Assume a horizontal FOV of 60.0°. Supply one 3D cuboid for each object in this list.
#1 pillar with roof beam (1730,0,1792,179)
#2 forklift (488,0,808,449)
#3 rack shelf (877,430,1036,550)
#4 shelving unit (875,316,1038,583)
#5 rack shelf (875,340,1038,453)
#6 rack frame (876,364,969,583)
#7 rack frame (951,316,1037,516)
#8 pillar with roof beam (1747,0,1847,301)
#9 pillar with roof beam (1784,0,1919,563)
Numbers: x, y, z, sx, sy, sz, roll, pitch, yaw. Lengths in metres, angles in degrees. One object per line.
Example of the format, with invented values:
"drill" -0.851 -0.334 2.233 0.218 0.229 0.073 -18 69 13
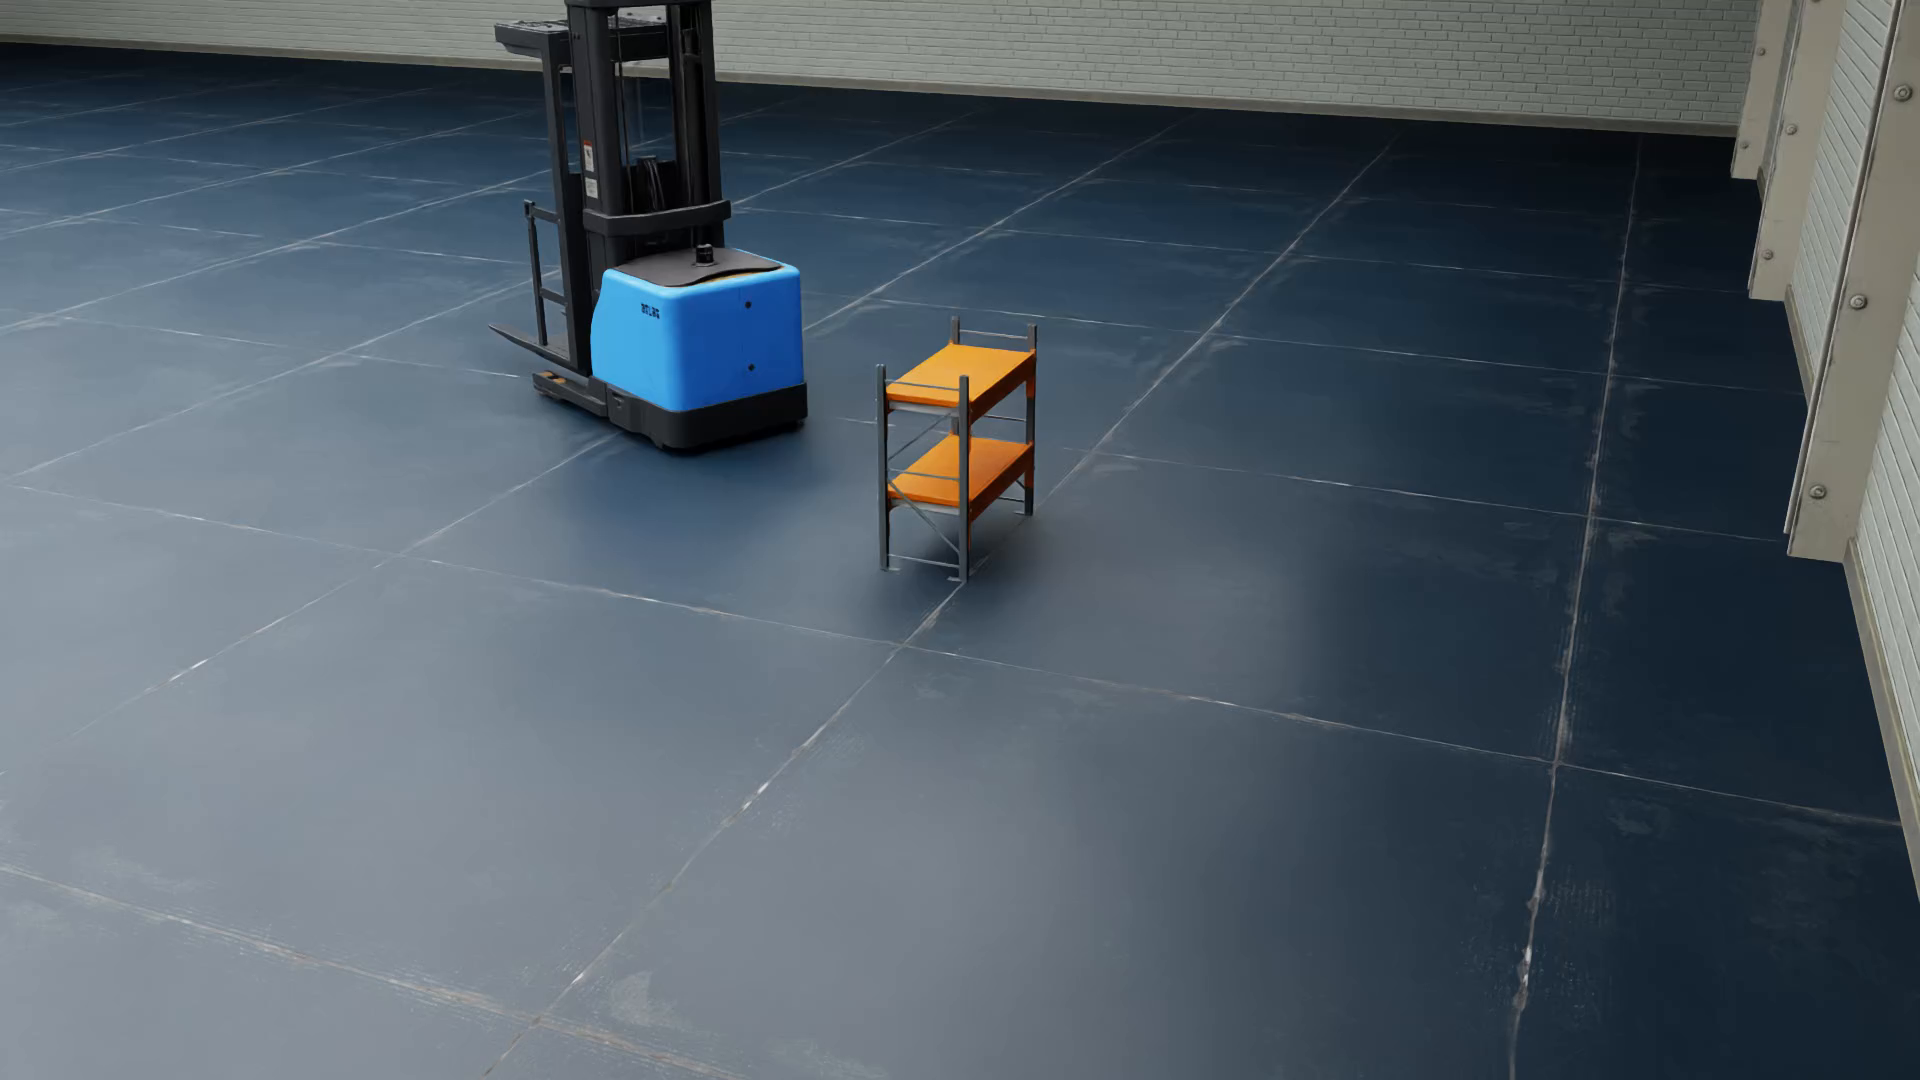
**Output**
"pillar with roof beam" 5.180 -9.027 19.187 9.100 9.000 0.400 9 24 20
"forklift" -2.346 -2.421 11.242 1.130 2.935 3.031 -18 29 -37
"rack shelf" -0.003 -0.291 9.122 0.538 0.278 1.000 9 24 20
"shelving unit" -0.003 -0.517 9.027 0.538 1.125 1.048 9 24 20
"rack shelf" -0.003 -0.787 8.915 0.538 0.278 1.000 9 24 20
"rack frame" -0.191 -0.335 8.592 0.500 1.125 0.032 9 24 20
"rack frame" 0.186 -0.699 9.463 0.500 1.125 0.032 9 24 20
"pillar with roof beam" 2.952 -6.880 14.046 9.100 9.000 0.400 9 24 20
"pillar with roof beam" 0.723 -4.733 8.906 9.100 9.000 0.400 9 24 20
